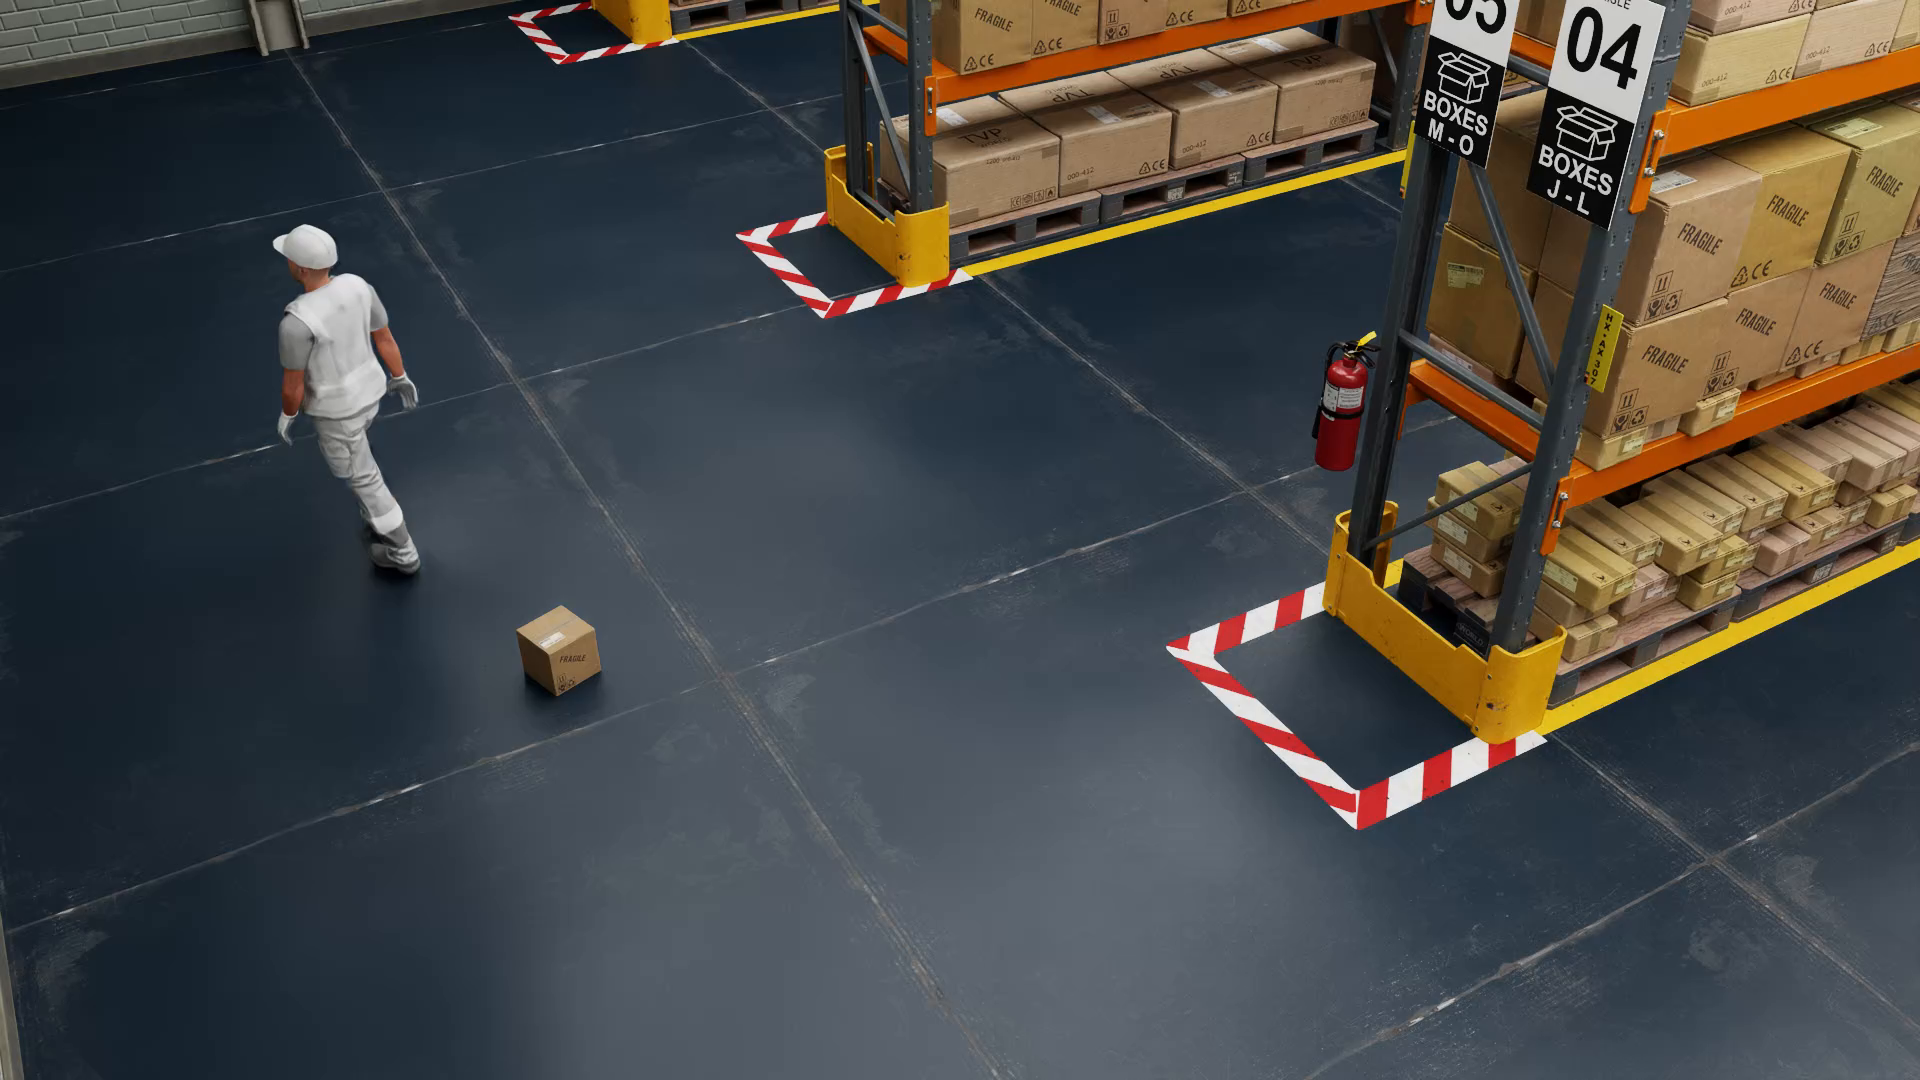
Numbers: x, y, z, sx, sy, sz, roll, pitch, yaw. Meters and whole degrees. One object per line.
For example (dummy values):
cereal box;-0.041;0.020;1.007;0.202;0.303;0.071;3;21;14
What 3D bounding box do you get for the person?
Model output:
person;-2.866;-0.629;7.765;0.543;1.842;0.594;15;39;19
